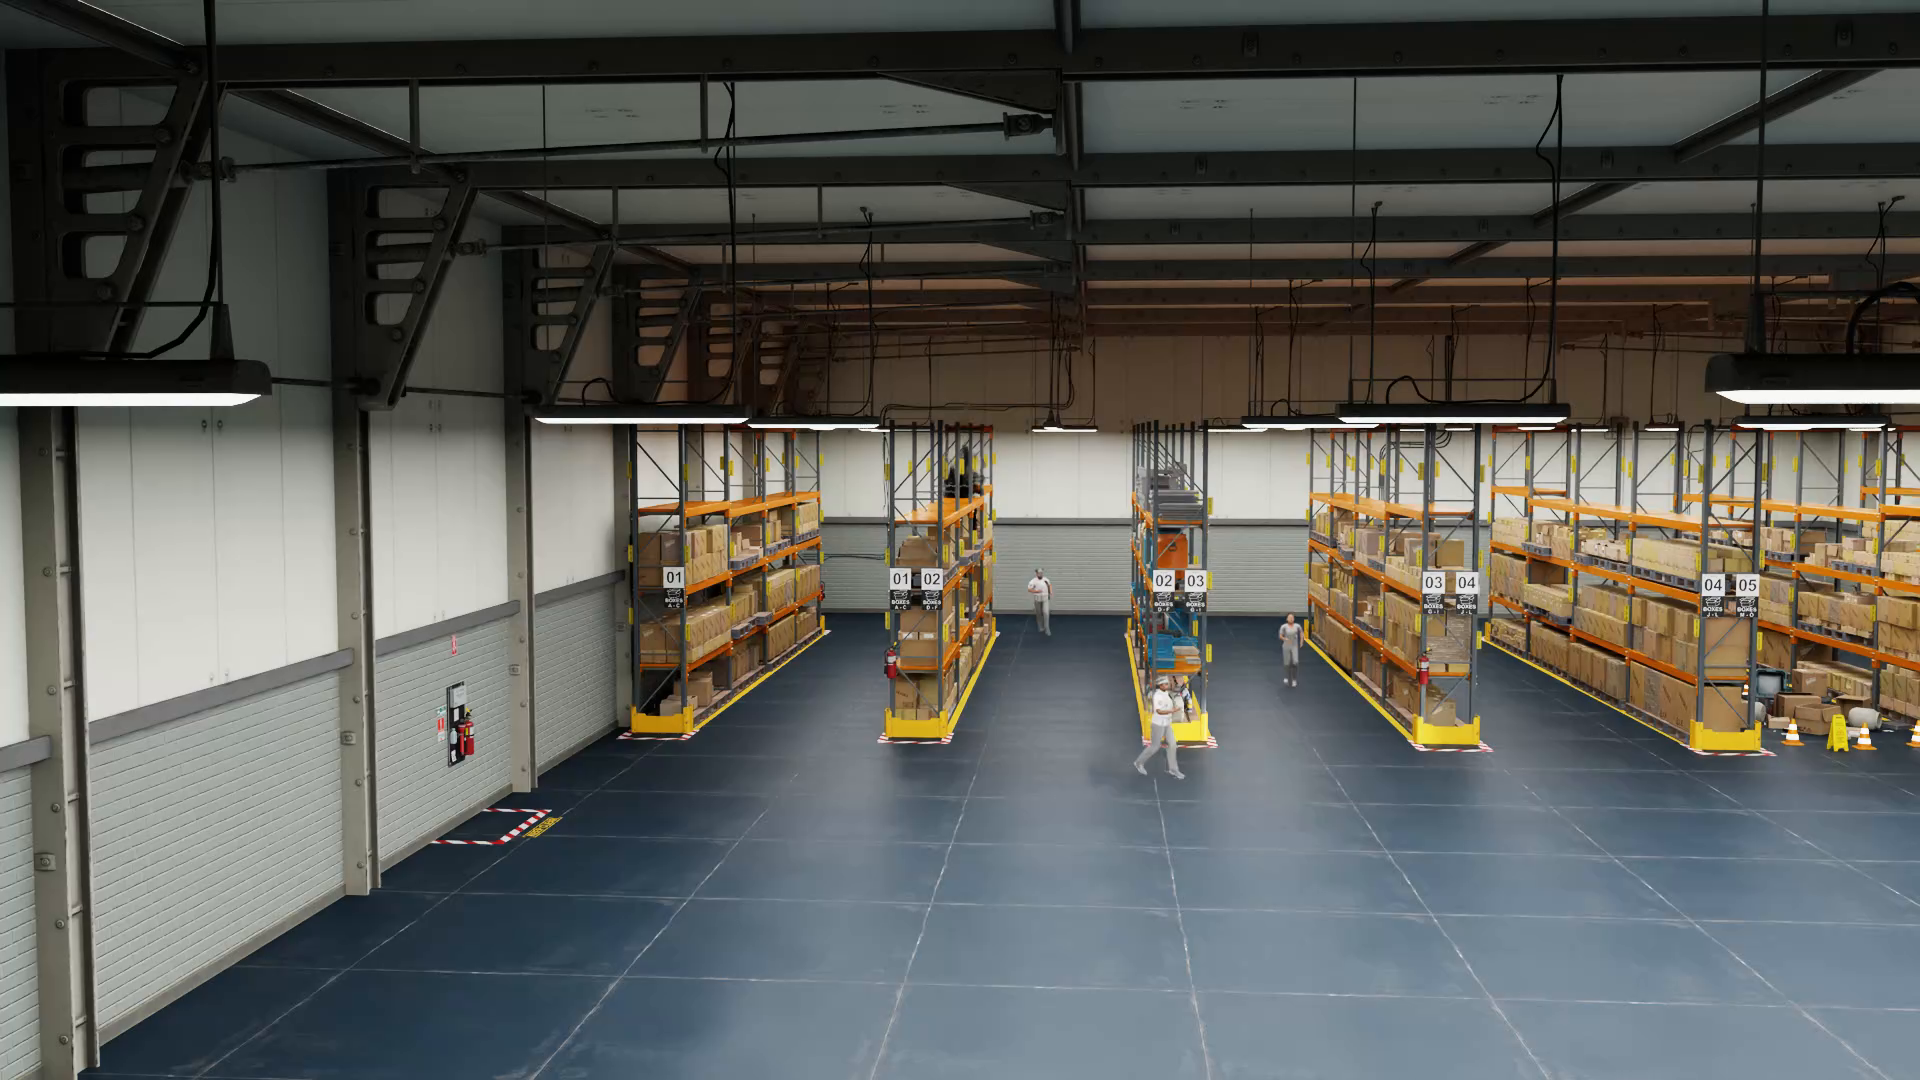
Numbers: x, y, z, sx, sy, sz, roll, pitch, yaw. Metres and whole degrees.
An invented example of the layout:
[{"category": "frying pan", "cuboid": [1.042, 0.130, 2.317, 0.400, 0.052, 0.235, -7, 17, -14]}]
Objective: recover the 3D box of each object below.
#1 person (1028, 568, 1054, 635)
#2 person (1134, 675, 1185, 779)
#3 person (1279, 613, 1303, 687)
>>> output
[{"category": "person", "cuboid": [2.230, 1.673, 45.839, 0.708, 1.824, 0.873, 0, 4, -1]}, {"category": "person", "cuboid": [3.327, 3.105, 27.726, 0.871, 1.718, 0.595, 2, 4, 28]}, {"category": "person", "cuboid": [7.550, 2.507, 37.912, 0.580, 1.719, 0.715, 0, 4, 2]}]
